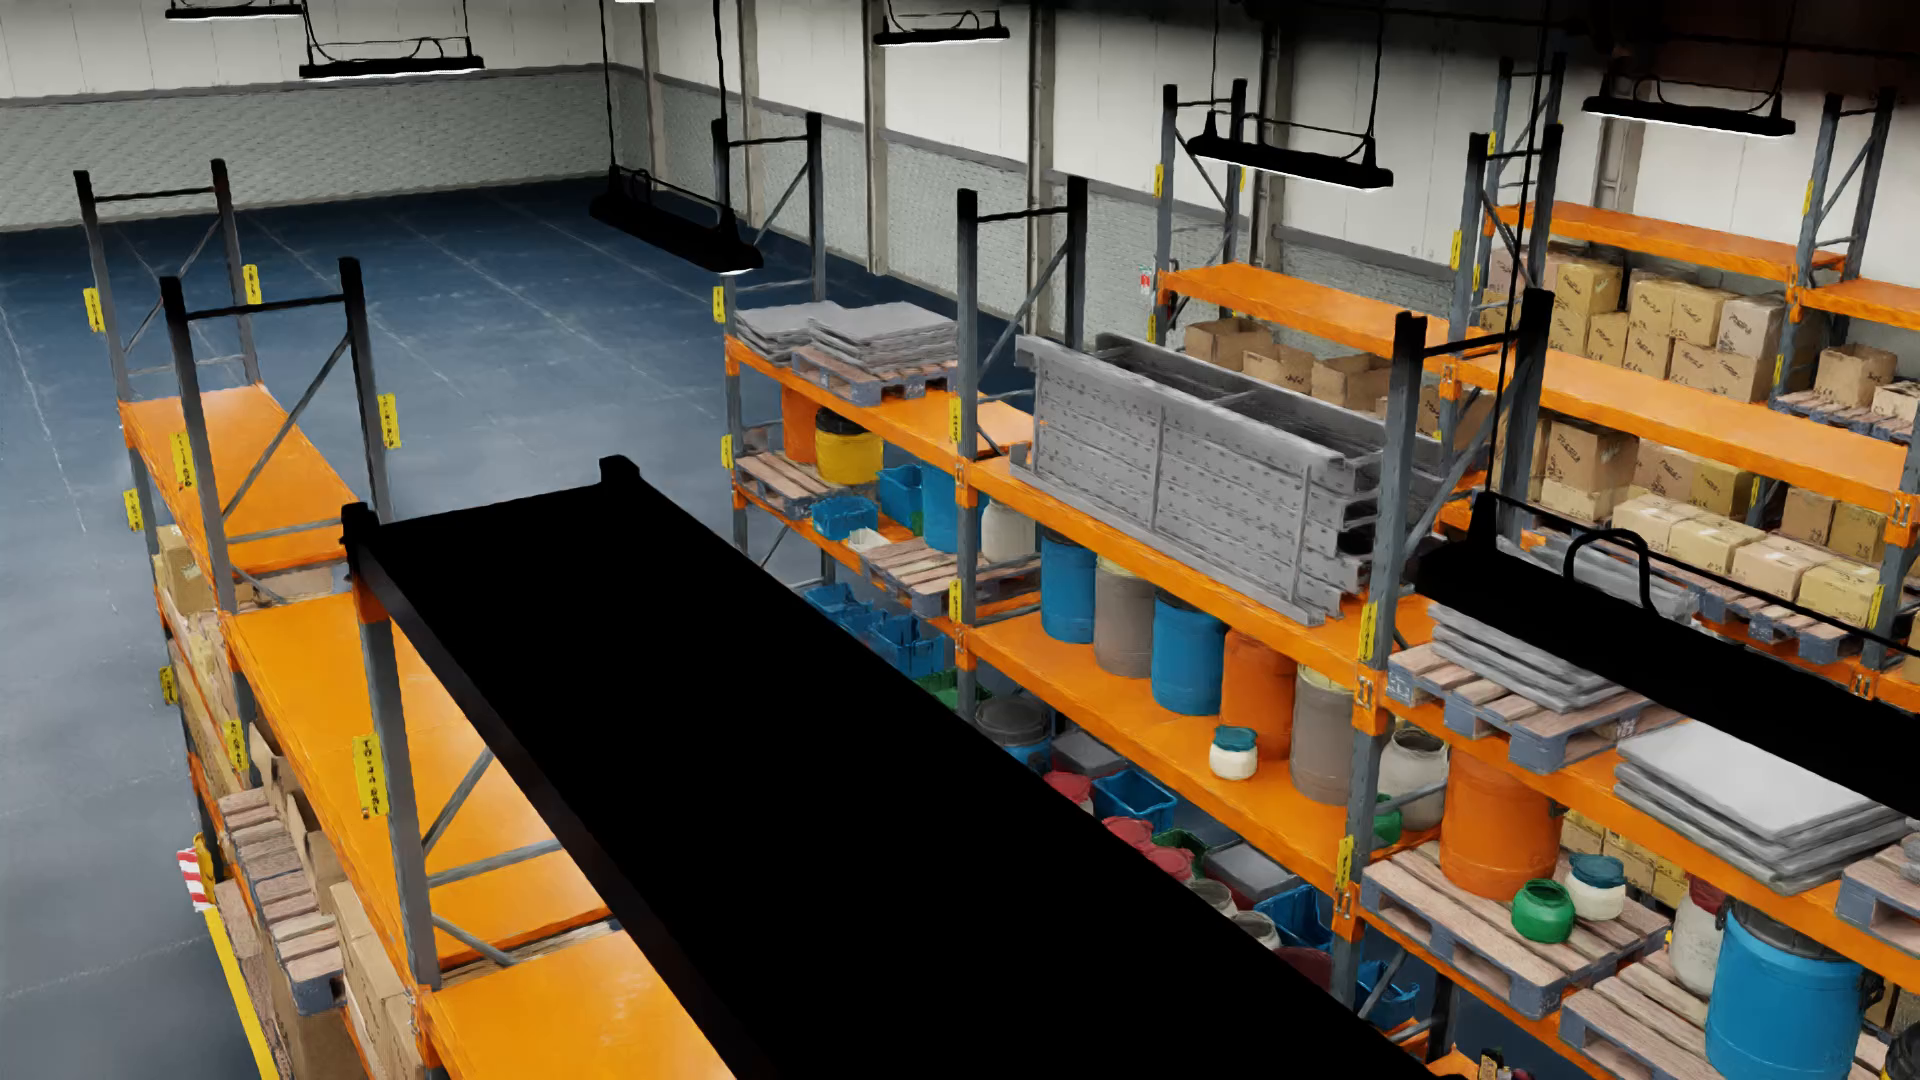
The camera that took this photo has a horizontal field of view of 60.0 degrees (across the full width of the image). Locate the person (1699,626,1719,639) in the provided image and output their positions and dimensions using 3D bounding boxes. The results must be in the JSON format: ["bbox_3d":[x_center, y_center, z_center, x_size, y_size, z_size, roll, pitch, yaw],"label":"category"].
[{"bbox_3d":[7.092,1.346,16.008,0.566,1.526,0.519,-15,26,-32],"label":"person"}]
